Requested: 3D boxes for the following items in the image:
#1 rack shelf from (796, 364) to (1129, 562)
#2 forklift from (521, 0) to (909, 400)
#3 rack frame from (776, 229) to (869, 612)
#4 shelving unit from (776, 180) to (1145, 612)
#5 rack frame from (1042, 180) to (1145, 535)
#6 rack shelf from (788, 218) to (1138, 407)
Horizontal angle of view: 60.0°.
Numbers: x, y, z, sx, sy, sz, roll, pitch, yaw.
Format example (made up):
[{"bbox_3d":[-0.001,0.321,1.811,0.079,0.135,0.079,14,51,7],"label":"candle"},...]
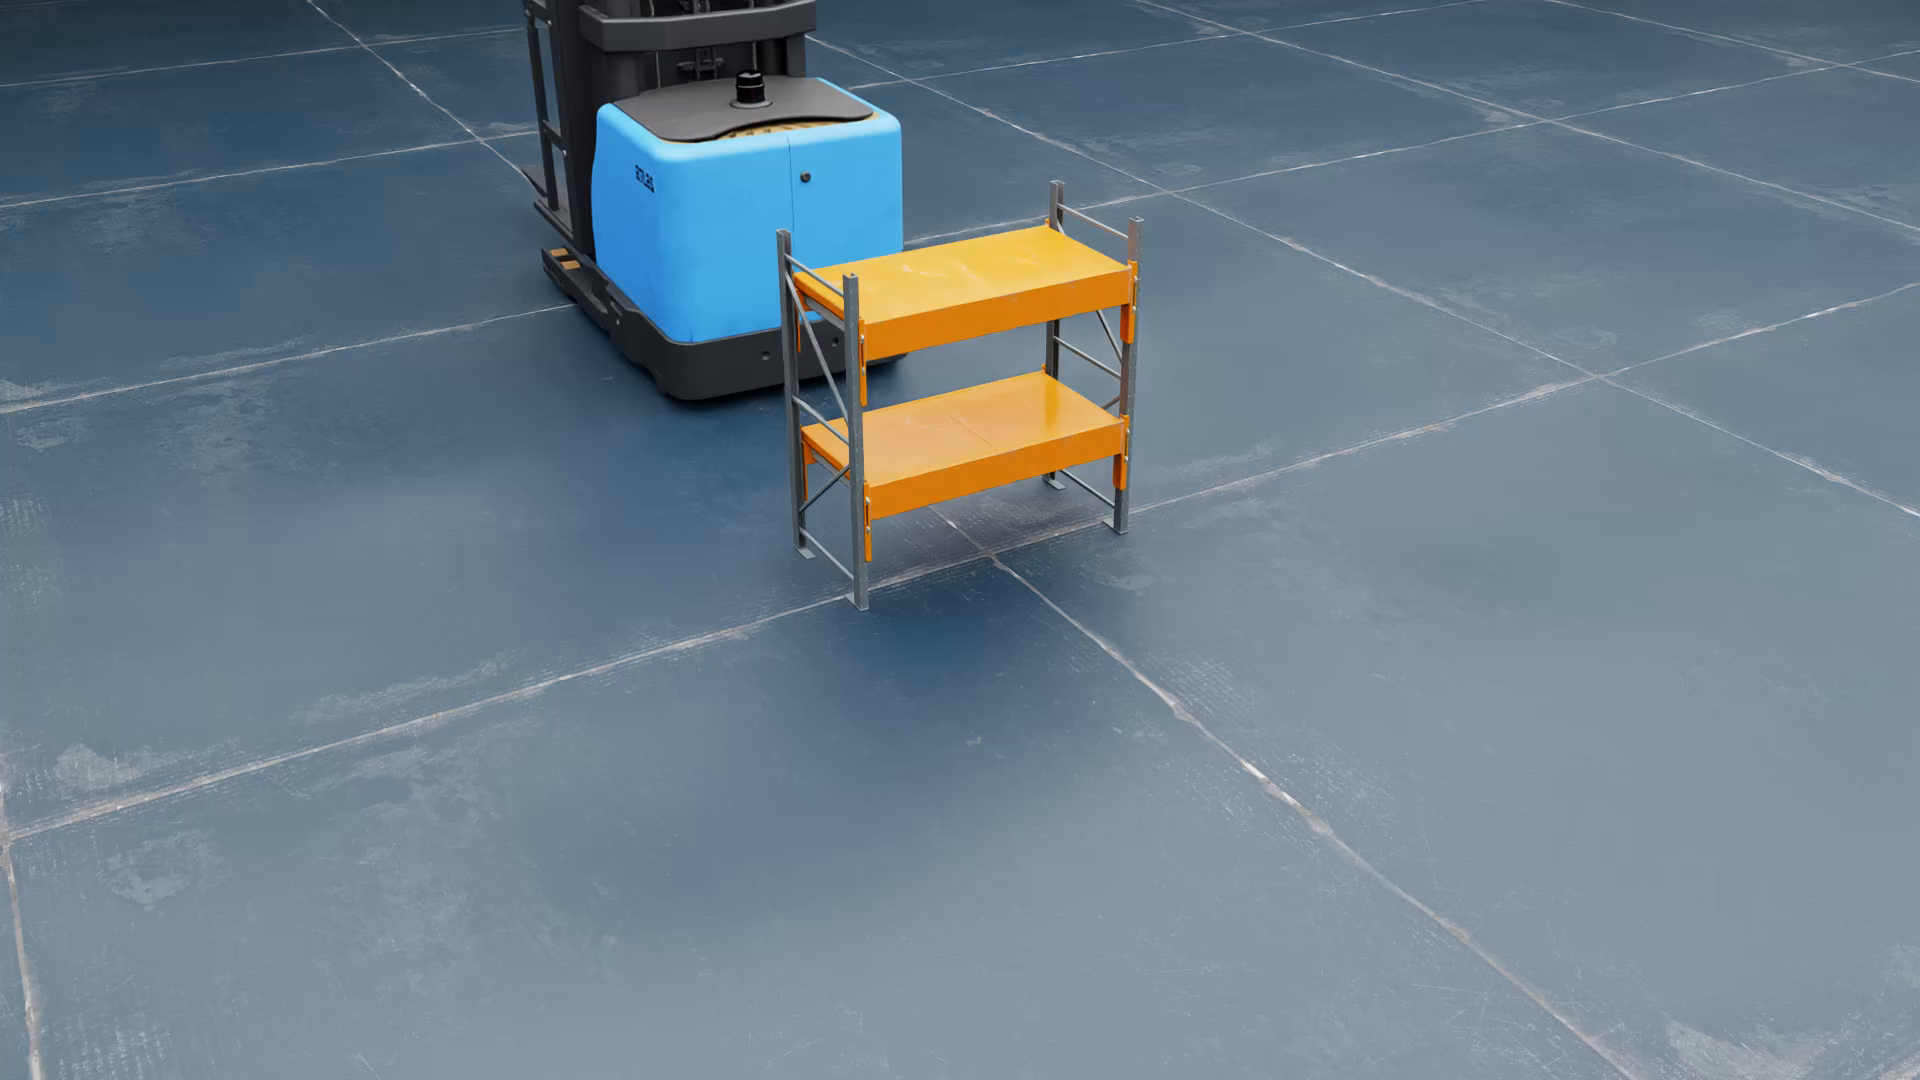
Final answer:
[{"bbox_3d":[0.006,-0.280,5.599,1.000,0.278,0.538,-16,33,-26],"label":"rack shelf"},{"bbox_3d":[-1.349,-2.522,7.287,1.130,2.935,3.031,-14,32,-24],"label":"forklift"},{"bbox_3d":[-0.432,-0.370,5.256,0.032,1.125,0.500,-16,33,-26],"label":"rack frame"},{"bbox_3d":[0.006,-0.494,5.481,1.048,1.125,0.538,-16,33,-26],"label":"shelving unit"},{"bbox_3d":[0.444,-0.619,5.707,0.032,1.125,0.500,-16,33,-26],"label":"rack frame"},{"bbox_3d":[0.006,-0.750,5.340,1.000,0.278,0.538,-16,33,-26],"label":"rack shelf"}]
